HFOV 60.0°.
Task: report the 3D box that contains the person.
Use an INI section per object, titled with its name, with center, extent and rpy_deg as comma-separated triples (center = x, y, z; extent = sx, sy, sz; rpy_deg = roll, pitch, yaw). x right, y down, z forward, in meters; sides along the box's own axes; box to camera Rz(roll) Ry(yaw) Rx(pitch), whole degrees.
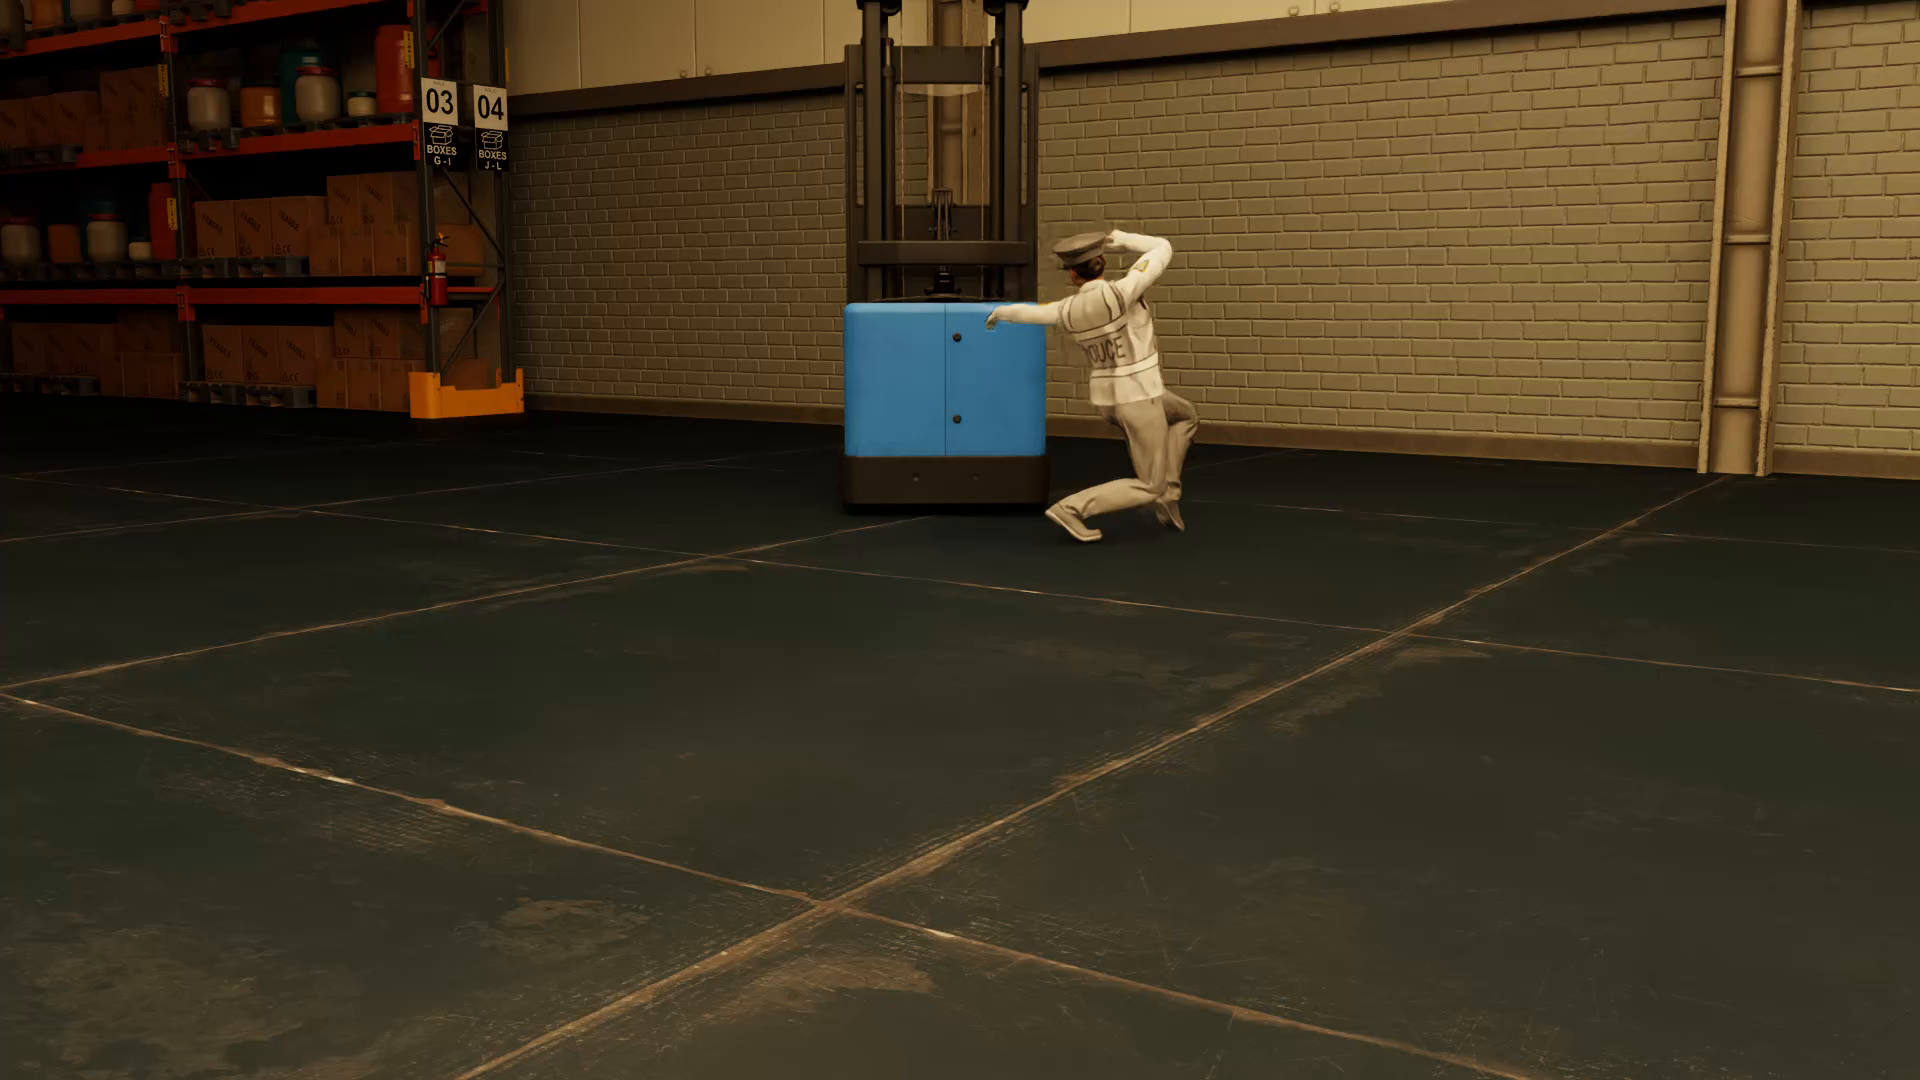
[person]
center = 0.660, -0.732, 7.830
extent = 0.848, 1.429, 0.976
rpy_deg = -4, 9, -28

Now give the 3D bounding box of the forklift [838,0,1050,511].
[forklift]
center = -0.110, -1.776, 9.679
extent = 1.130, 2.935, 3.031
rpy_deg = 0, 8, -1
